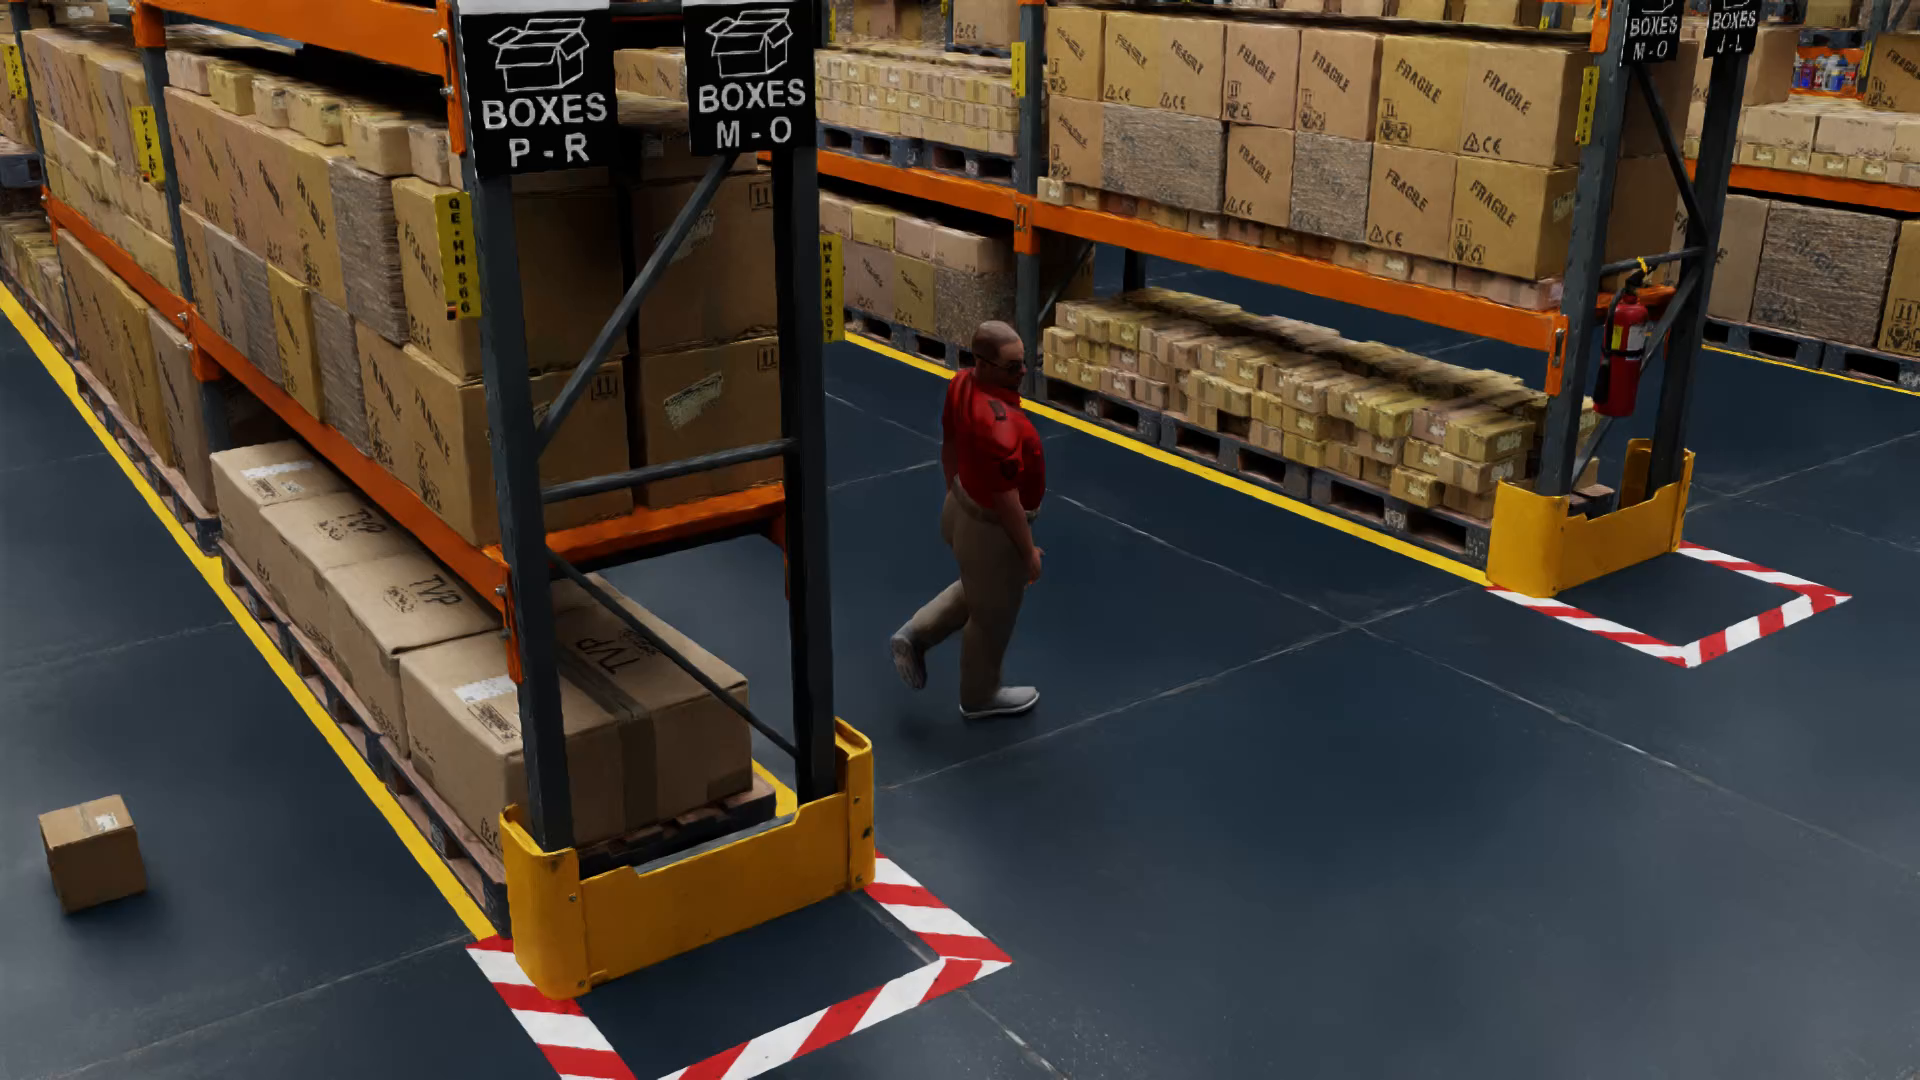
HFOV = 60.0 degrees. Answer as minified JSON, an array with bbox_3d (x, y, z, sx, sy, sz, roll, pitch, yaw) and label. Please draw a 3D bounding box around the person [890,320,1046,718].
[{"bbox_3d":[0.085,-0.035,6.225,0.600,1.681,0.654,-8,23,-19],"label":"person"}]
